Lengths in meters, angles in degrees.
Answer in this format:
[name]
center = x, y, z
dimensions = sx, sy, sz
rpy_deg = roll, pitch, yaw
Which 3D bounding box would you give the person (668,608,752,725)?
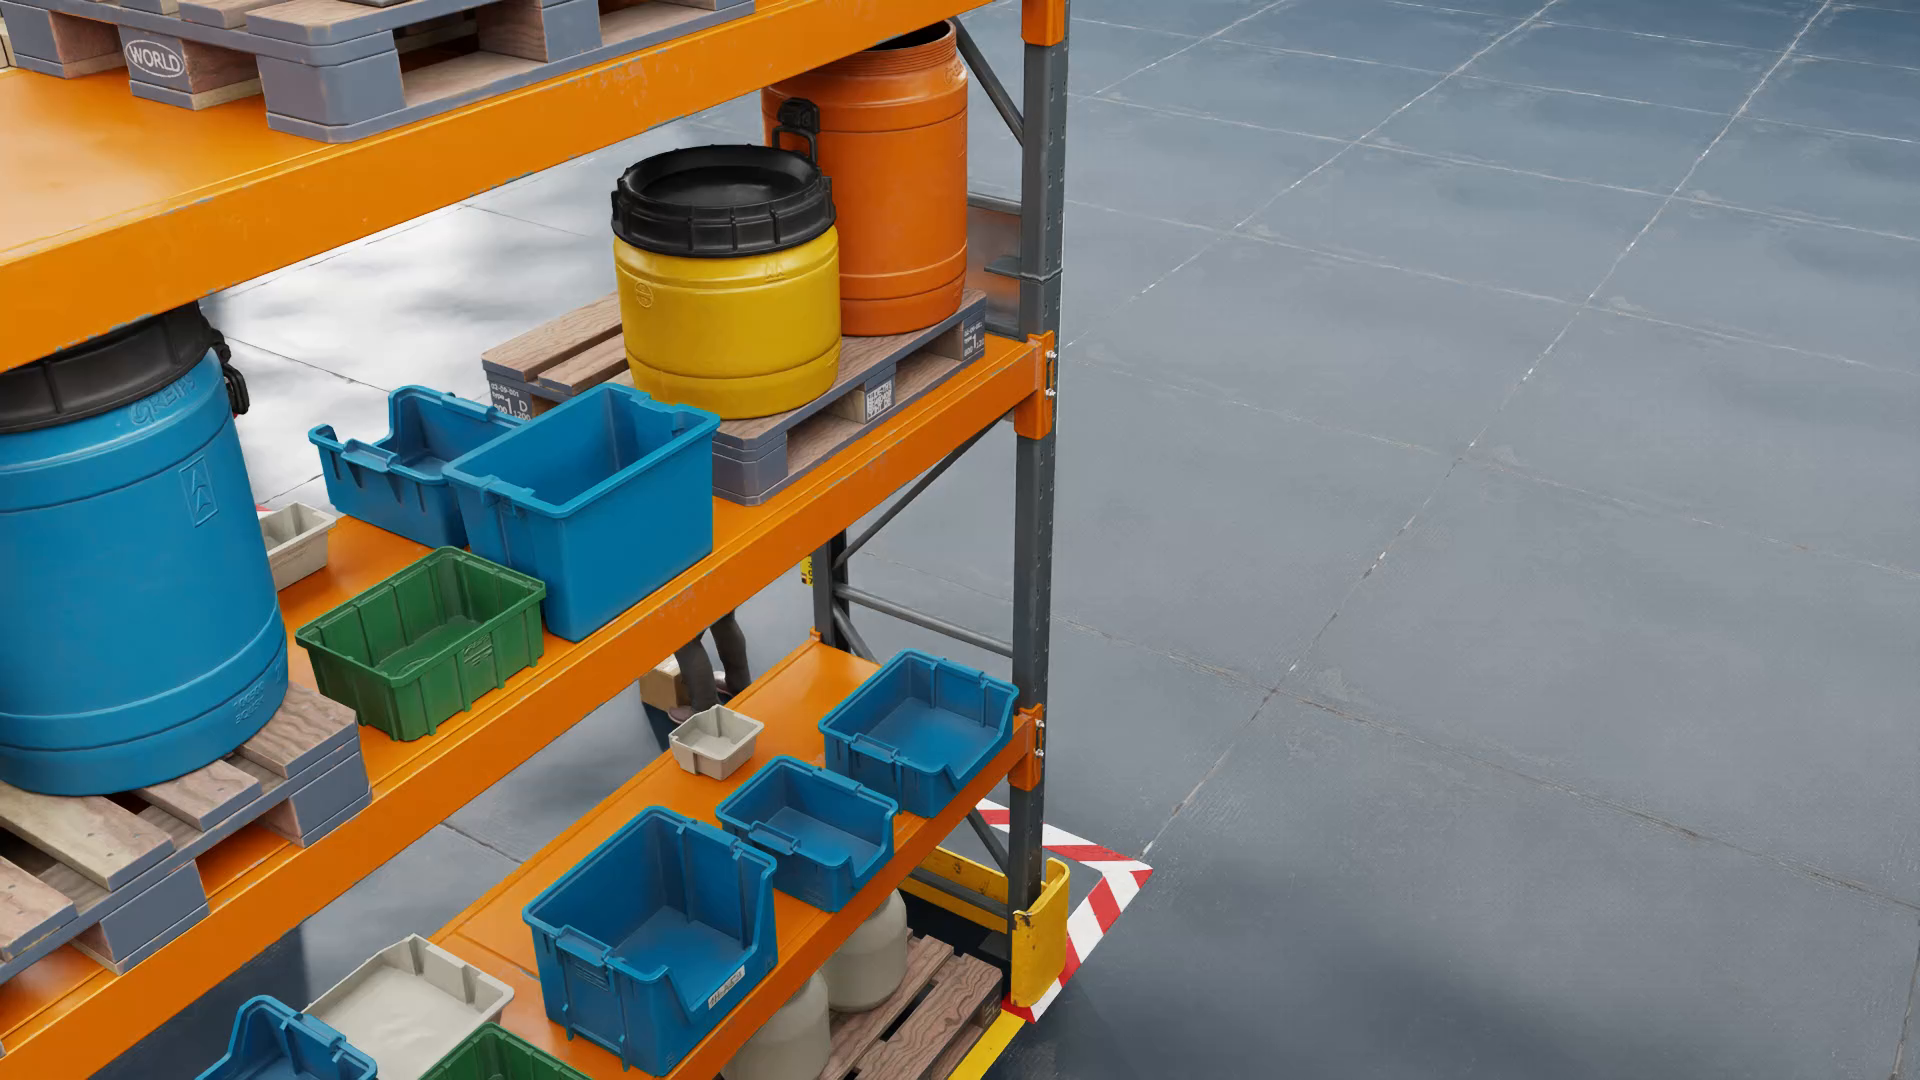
[person]
center = -1.243, 0.144, 7.943
dimensions = 0.350, 1.655, 0.509
rpy_deg = 18, 35, 27
